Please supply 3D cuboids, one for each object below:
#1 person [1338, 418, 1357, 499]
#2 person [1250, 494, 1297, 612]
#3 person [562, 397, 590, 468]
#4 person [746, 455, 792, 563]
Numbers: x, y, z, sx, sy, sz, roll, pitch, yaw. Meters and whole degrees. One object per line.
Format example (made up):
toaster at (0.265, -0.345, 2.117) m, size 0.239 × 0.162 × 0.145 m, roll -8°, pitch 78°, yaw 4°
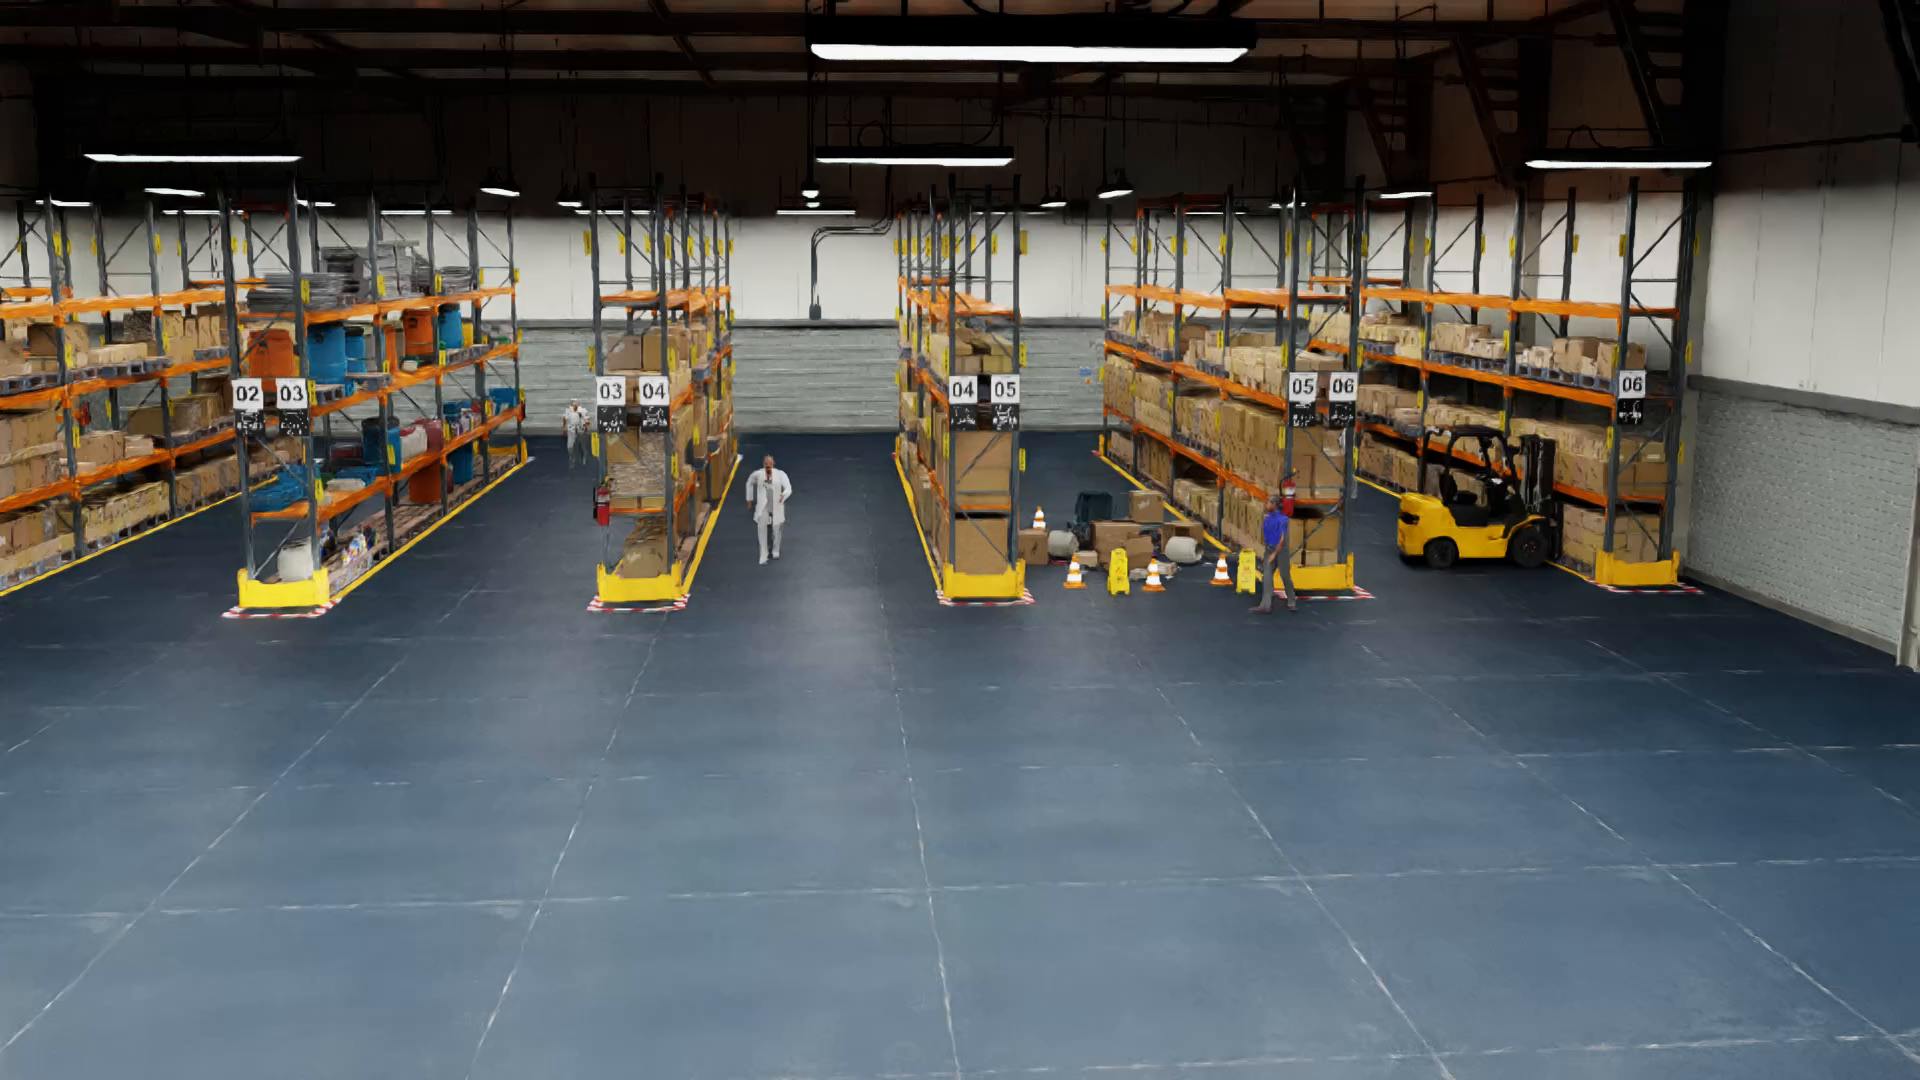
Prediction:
person at (7.745, -1.682, 33.343) m, size 0.520 × 1.670 × 0.557 m, roll 4°, pitch 11°, yaw 19°
person at (4.371, 0.180, 22.927) m, size 0.637 × 1.641 × 0.477 m, roll -7°, pitch 12°, yaw -34°
person at (-8.806, -2.489, 38.204) m, size 0.631 × 1.602 × 0.802 m, roll -2°, pitch 10°, yaw -10°
person at (-3.067, -0.529, 26.756) m, size 0.733 × 1.709 × 0.930 m, roll -1°, pitch 10°, yaw -8°
